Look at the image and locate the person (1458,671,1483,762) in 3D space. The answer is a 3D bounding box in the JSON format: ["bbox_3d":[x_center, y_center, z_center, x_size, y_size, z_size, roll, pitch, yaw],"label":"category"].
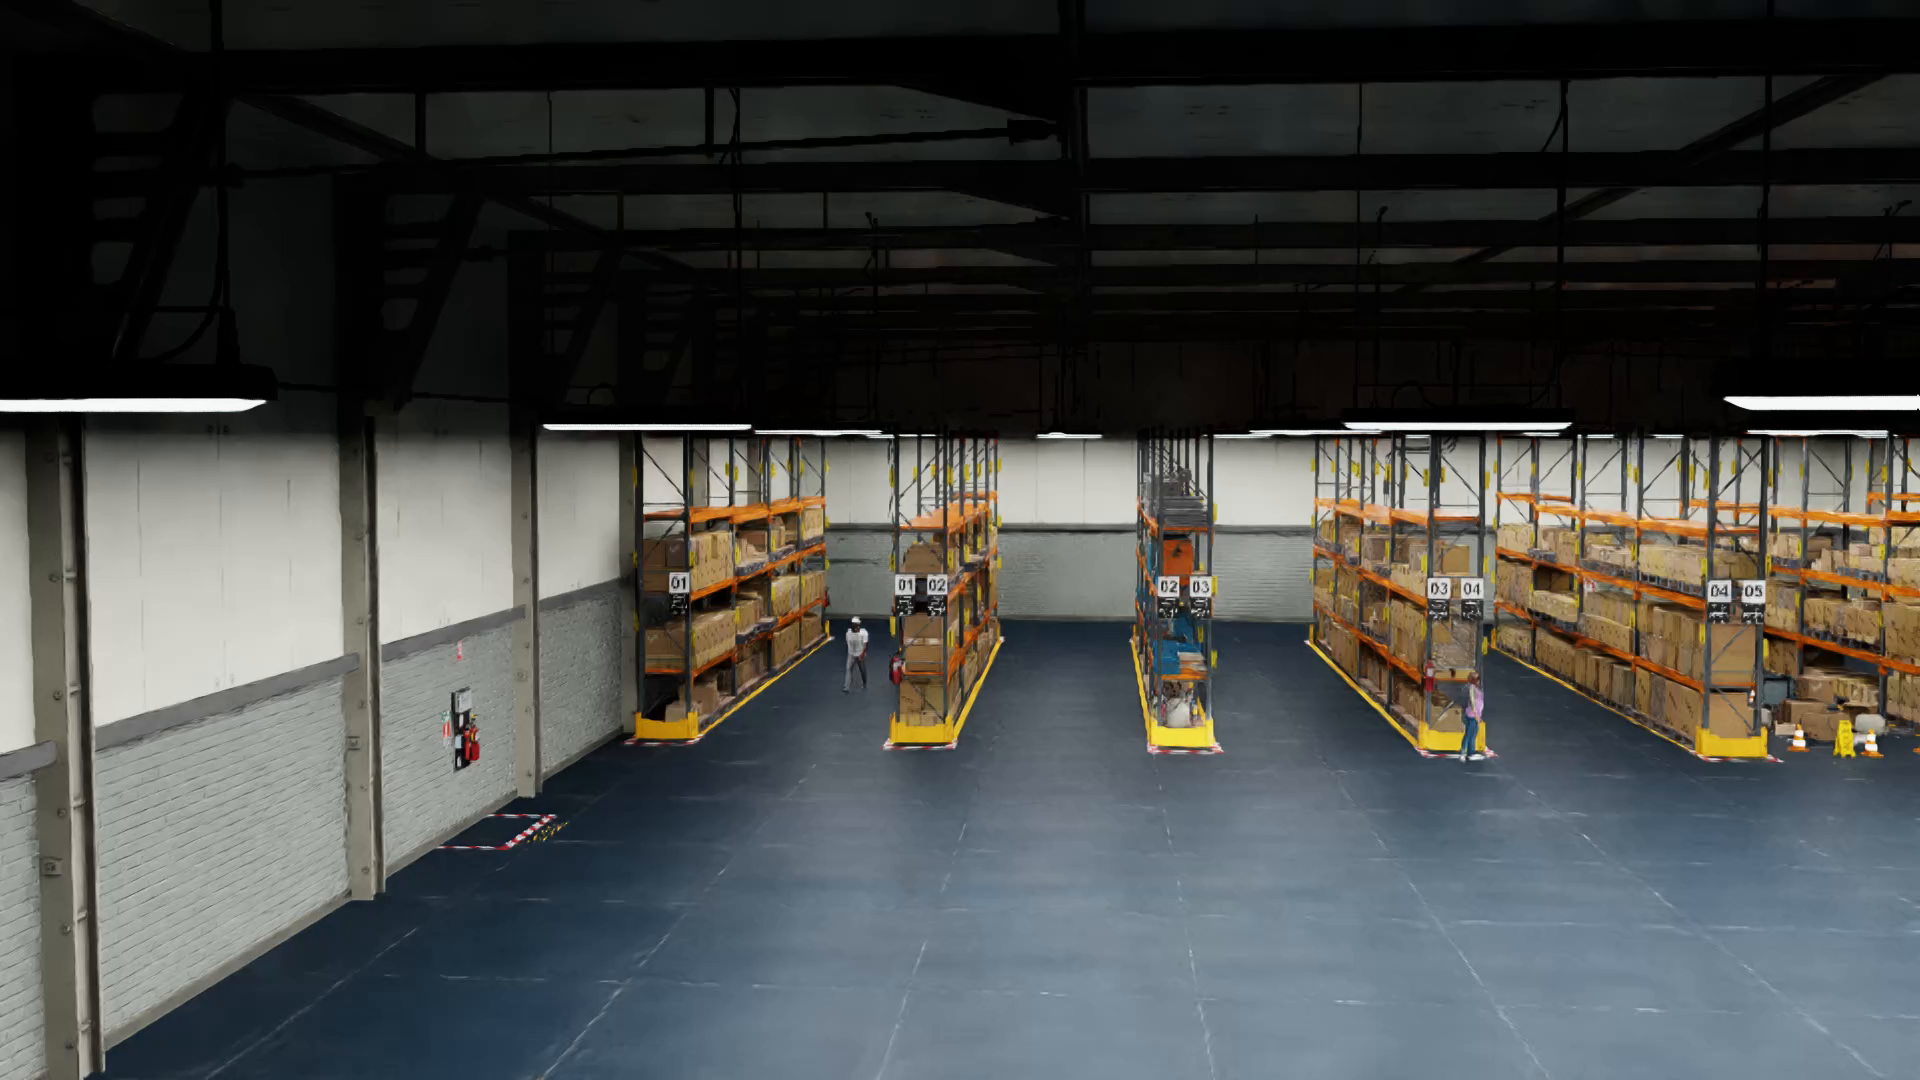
[{"bbox_3d":[9.108,3.139,29.631,0.385,1.595,0.584,2,4,25],"label":"person"}]

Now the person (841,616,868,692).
[{"bbox_3d":[-2.351,2.587,37.832,0.570,1.708,1.041,1,4,13],"label":"person"}]

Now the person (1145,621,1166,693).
[{"bbox_3d":[4.262,2.551,36.115,0.444,1.599,0.471,0,3,-1],"label":"person"}]

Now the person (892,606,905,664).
[{"bbox_3d":[-1.502,2.294,42.486,0.448,1.730,0.586,-2,4,-27],"label":"person"}]

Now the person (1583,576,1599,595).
[{"bbox_3d":[19.009,1.834,50.065,0.584,1.775,0.580,3,4,40],"label":"person"}]
